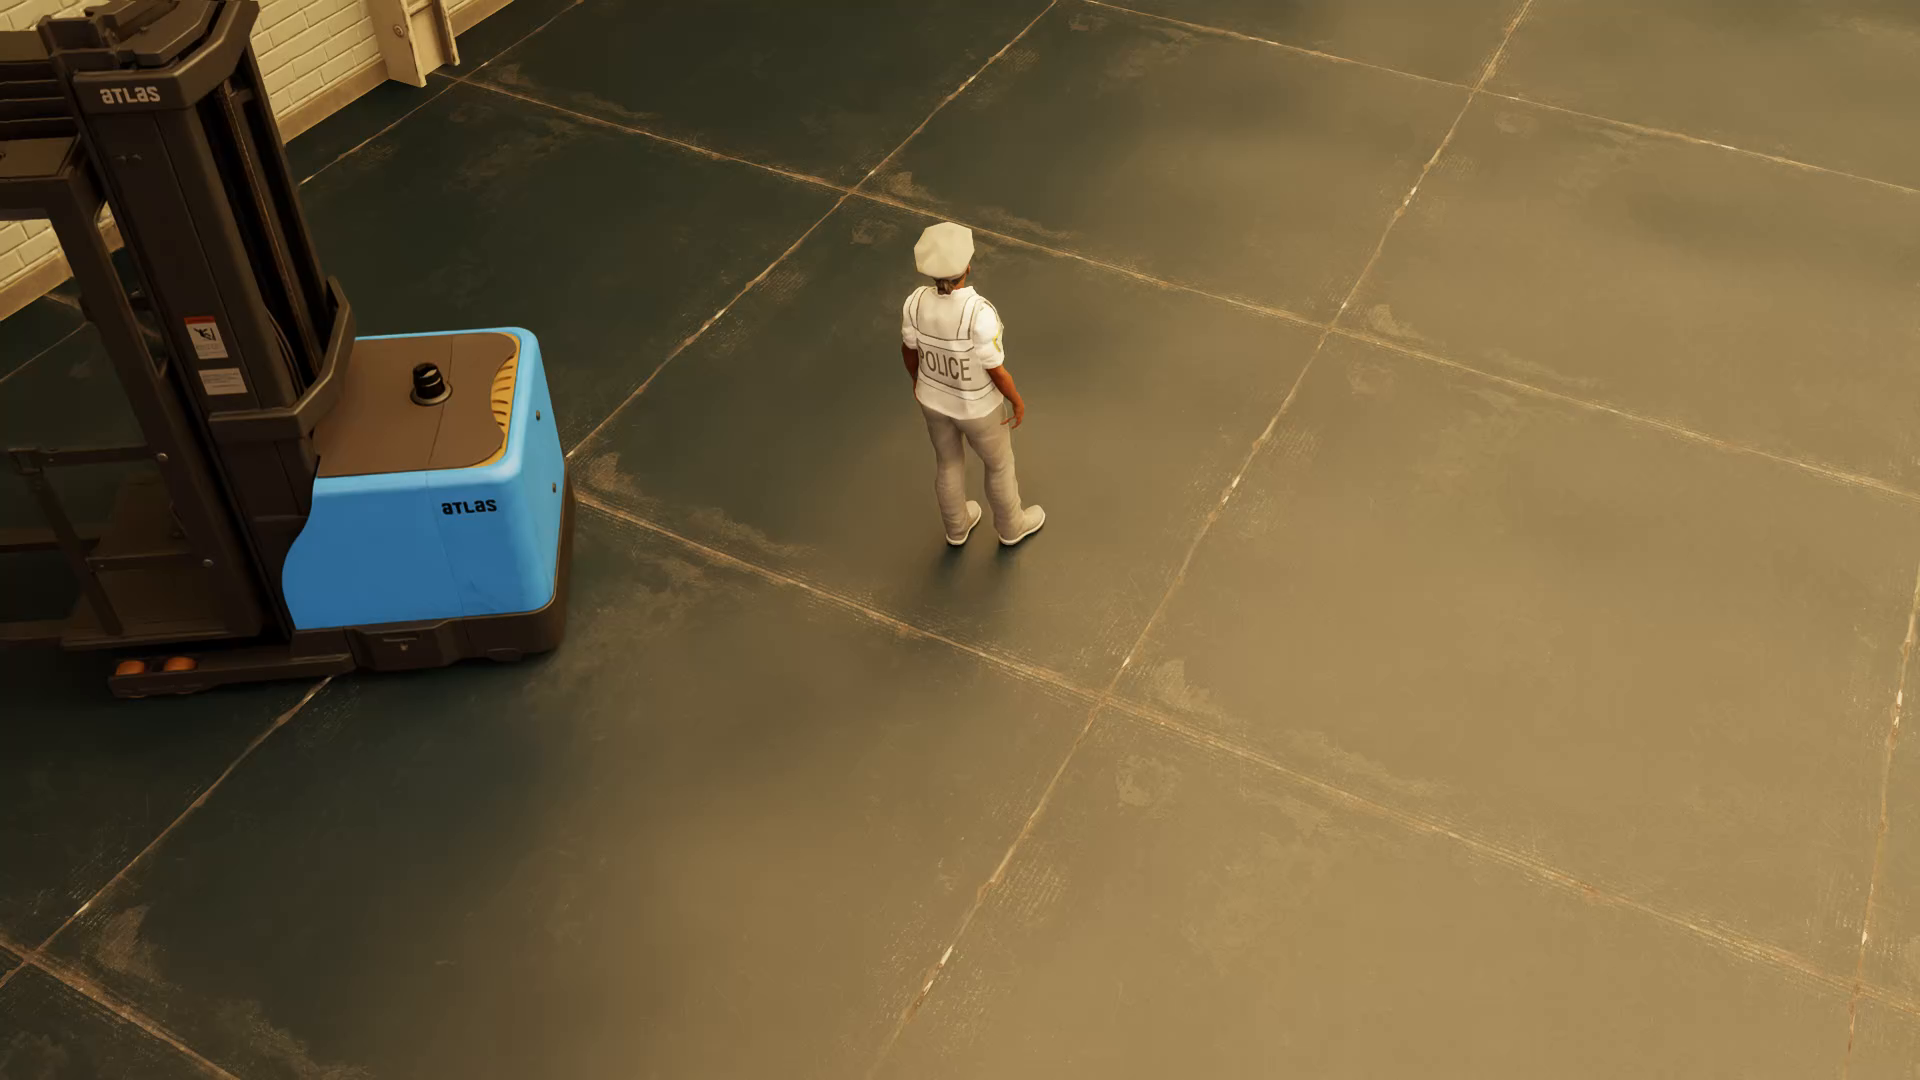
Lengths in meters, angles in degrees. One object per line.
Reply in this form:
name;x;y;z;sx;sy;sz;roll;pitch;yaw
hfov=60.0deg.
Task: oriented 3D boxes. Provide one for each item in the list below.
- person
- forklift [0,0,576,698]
person;0.053;-0.661;7.247;0.569;1.694;0.529;20;47;20
forklift;-3.276;-0.779;6.481;3.031;2.935;1.130;-4;43;-5
